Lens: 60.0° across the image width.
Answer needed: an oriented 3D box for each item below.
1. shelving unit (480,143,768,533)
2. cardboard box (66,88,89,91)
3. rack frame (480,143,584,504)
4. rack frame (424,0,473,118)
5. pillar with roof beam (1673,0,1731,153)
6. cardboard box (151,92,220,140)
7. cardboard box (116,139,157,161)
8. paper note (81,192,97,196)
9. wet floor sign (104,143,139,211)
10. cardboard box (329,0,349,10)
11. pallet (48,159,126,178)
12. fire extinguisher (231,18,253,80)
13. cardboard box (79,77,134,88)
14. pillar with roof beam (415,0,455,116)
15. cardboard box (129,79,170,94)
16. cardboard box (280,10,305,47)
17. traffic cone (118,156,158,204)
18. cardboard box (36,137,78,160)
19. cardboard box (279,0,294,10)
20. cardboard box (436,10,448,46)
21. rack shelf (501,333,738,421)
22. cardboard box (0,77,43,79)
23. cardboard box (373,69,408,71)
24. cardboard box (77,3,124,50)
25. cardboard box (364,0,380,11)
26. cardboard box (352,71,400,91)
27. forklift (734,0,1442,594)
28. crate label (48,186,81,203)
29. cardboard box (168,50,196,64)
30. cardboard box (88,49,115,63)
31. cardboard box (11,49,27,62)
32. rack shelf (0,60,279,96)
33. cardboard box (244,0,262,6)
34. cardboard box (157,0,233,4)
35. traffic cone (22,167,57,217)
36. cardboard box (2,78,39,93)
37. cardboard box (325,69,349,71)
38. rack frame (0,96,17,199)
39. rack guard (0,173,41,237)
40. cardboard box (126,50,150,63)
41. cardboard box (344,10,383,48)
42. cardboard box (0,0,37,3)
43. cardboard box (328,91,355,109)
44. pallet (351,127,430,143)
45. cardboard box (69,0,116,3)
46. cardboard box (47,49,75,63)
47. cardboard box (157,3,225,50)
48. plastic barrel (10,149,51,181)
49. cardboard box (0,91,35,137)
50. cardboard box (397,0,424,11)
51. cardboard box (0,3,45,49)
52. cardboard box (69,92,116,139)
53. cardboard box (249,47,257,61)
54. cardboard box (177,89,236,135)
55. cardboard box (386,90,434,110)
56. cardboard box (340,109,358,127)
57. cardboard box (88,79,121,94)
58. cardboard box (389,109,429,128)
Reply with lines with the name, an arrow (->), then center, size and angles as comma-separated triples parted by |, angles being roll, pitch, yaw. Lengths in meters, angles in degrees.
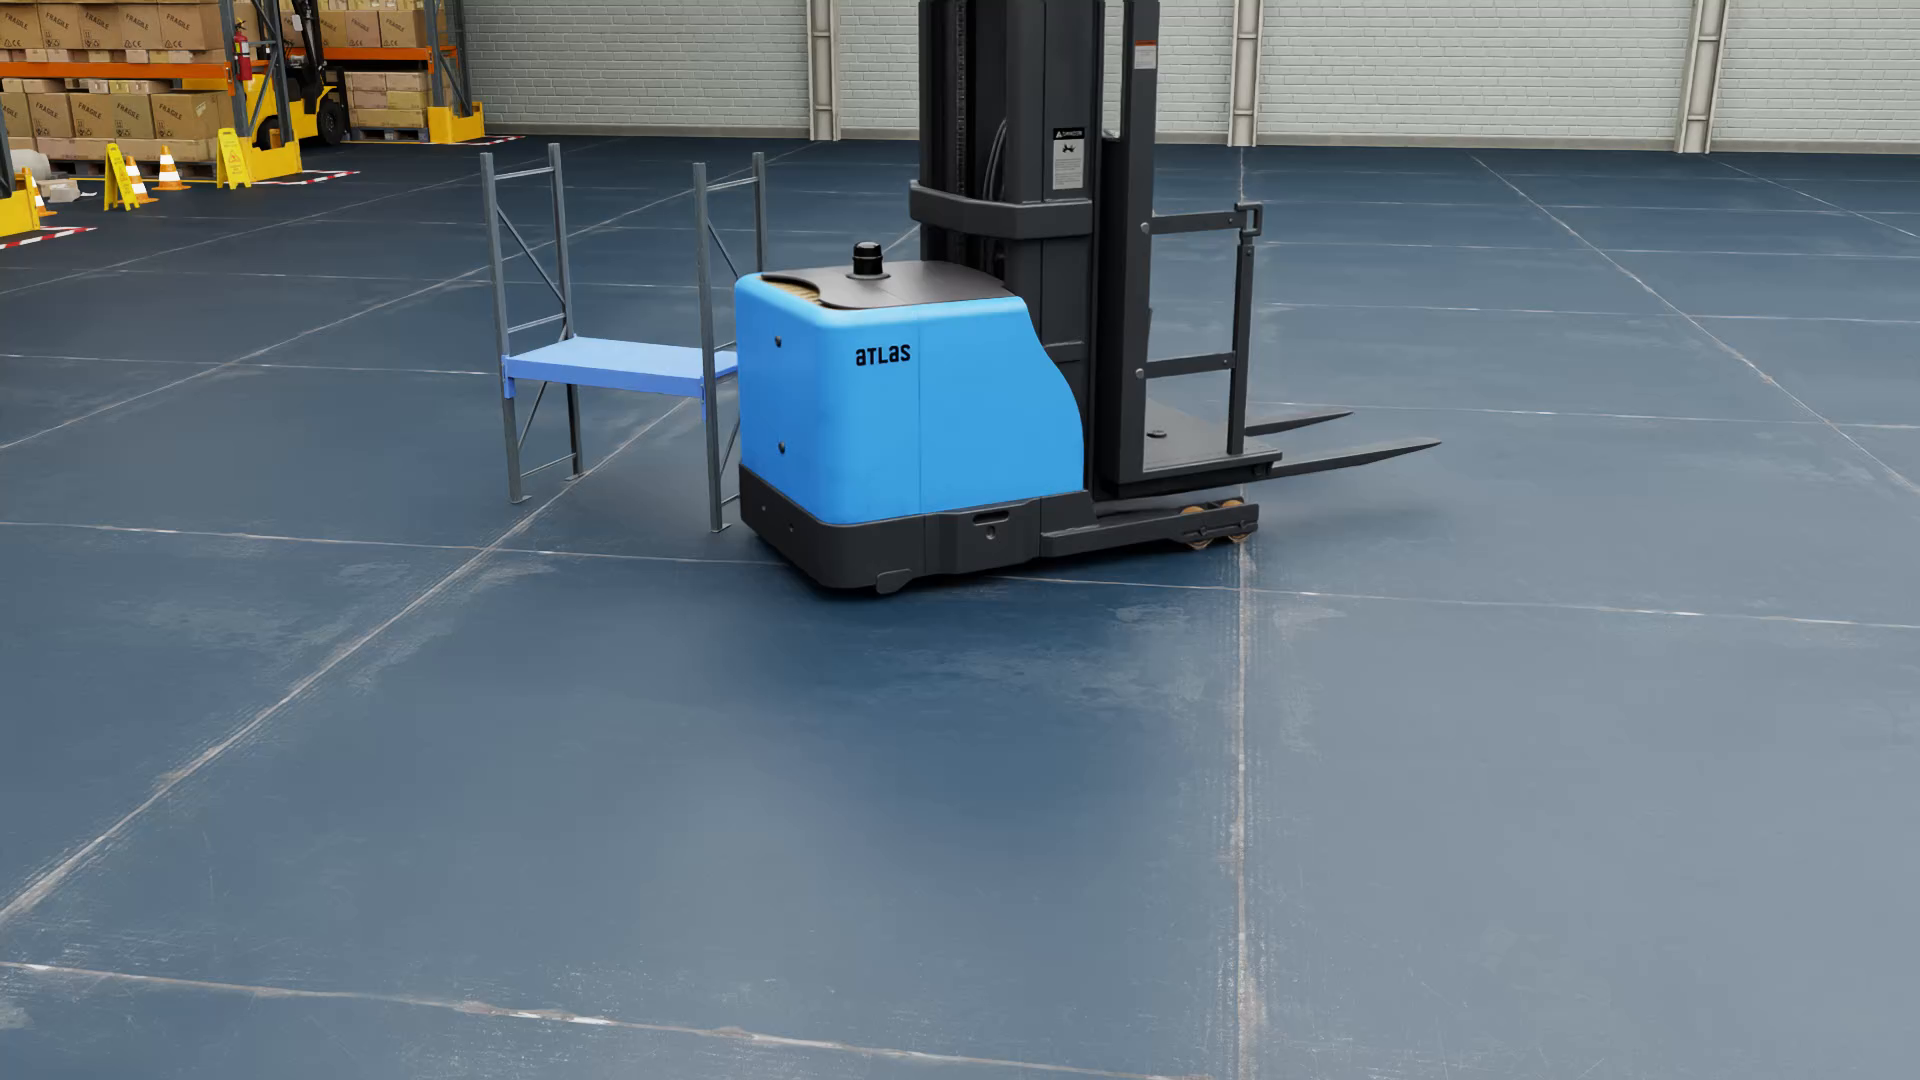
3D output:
shelving unit -> -1.386, -0.877, 7.061 | 1.048, 1.500, 0.538 | 8, 20, 22
cardboard box -> -10.441, -5.161, 19.989 | 0.500, 0.500, 0.500 | 4, 19, 12
rack frame -> -1.853, -0.941, 7.252 | 0.032, 1.500, 0.500 | 8, 20, 22
rack frame -> -7.341, -7.260, 23.773 | 0.127, 3.000, 1.000 | 3, 19, 9
pillar with roof beam -> 9.204, -8.168, 17.032 | 0.400, 9.000, 9.100 | 3, 19, 9
cardboard box -> -8.957, -4.914, 19.252 | 0.500, 0.500, 0.500 | 3, 19, 9
cardboard box -> -9.476, -4.585, 19.450 | 0.500, 0.250, 0.500 | 3, 19, 9
paper note -> -9.374, -3.721, 17.875 | 0.142, 0.019, 0.148 | -3, 19, -10
wet floor sign -> -8.467, -3.651, 16.698 | 0.232, 0.644, 0.267 | 0, 19, -1
cardboard box -> -8.745, -7.595, 23.595 | 0.250, 0.149, 0.380 | 2, 19, 7
pallet -> -10.197, -4.500, 19.920 | 1.213, 0.211, 1.003 | 3, 19, 9
fire extinguisher -> -8.085, -5.518, 18.689 | 0.183, 0.674, 0.296 | 3, 19, 9
cardboard box -> -12.572, -6.598, 24.877 | 0.625, 0.625, 0.875 | 3, 19, 8
pillar with roof beam -> -8.568, -9.074, 19.739 | 0.400, 9.000, 9.100 | 3, 19, 9
cardboard box -> -9.330, -5.219, 19.141 | 0.250, 0.149, 0.380 | 3, 19, 10
cardboard box -> -9.383, -7.326, 23.814 | 0.500, 0.500, 0.500 | 3, 19, 9
traffic cone -> -8.594, -3.754, 17.294 | 0.334, 0.463, 0.336 | 3, 19, 9
cardboard box -> -10.481, -4.638, 19.608 | 0.500, 0.250, 0.500 | 3, 19, 8
cardboard box -> -9.494, -7.634, 23.711 | 0.250, 0.149, 0.380 | 3, 19, 8
cardboard box -> -7.786, -7.419, 24.092 | 0.500, 0.500, 0.500 | 4, 19, 10
rack shelf -> -1.386, -0.707, 7.118 | 1.000, 0.185, 0.538 | 8, 20, 22
cardboard box -> -13.980, -6.669, 25.089 | 0.625, 0.625, 0.875 | 4, 19, 10
cardboard box -> -8.279, -6.737, 24.305 | 0.500, 0.250, 0.500 | 3, 19, 9
cardboard box -> -9.691, -5.887, 19.044 | 0.500, 0.500, 0.500 | 3, 19, 8
cardboard box -> -8.231, -7.580, 23.551 | 0.250, 0.149, 0.380 | 3, 19, 10
cardboard box -> -8.350, -6.579, 23.833 | 0.500, 0.250, 0.500 | 3, 19, 10
forklift -> 0.649, -1.496, 6.656 | 3.031, 2.935, 1.130 | -9, 21, -25
crate label -> -9.380, -3.620, 17.406 | 0.298, 0.136, 0.250 | -7, 20, -20
cardboard box -> -8.795, -5.515, 18.955 | 0.250, 0.149, 0.380 | 3, 19, 8
cardboard box -> -9.802, -5.580, 19.148 | 0.250, 0.149, 0.380 | 3, 19, 8
cardboard box -> -10.782, -5.643, 19.337 | 0.250, 0.149, 0.380 | 3, 19, 8
rack shelf -> -10.099, -5.464, 19.540 | 4.000, 0.370, 1.077 | 3, 19, 9
cardboard box -> -10.009, -7.651, 23.764 | 0.250, 0.149, 0.380 | 3, 19, 8
cardboard box -> -8.664, -6.325, 18.776 | 0.500, 0.500, 0.700 | 2, 19, 7
traffic cone -> -9.109, -3.417, 16.287 | 0.334, 0.463, 0.336 | 3, 19, 9
cardboard box -> -10.913, -5.300, 19.382 | 0.250, 0.149, 0.380 | 4, 19, 11
cardboard box -> -9.276, -6.793, 24.474 | 0.500, 0.250, 0.500 | 3, 19, 8
rack frame -> -8.810, -4.149, 14.475 | 0.127, 3.000, 1.000 | 3, 19, 9
rack guard -> -8.786, -2.962, 14.868 | 0.348, 0.500, 1.175 | 3, 19, 9
cardboard box -> -9.304, -5.538, 19.024 | 0.250, 0.149, 0.380 | 3, 19, 10
cardboard box -> -8.379, -7.279, 23.672 | 0.500, 0.500, 0.500 | 4, 19, 10
cardboard box -> -10.682, -6.412, 19.038 | 0.500, 0.500, 0.700 | 3, 19, 7
cardboard box -> -8.878, -6.367, 23.988 | 0.500, 0.250, 0.500 | 2, 19, 7
pallet -> -8.103, -5.963, 24.291 | 1.213, 0.211, 1.003 | 3, 19, 9
cardboard box -> -9.682, -6.346, 18.839 | 0.500, 0.500, 0.700 | 3, 19, 8
cardboard box -> -10.299, -5.599, 19.206 | 0.250, 0.149, 0.380 | 3, 19, 8
cardboard box -> -8.704, -5.834, 18.886 | 0.500, 0.500, 0.500 | 3, 19, 8
plastic barrel -> -10.404, -4.112, 18.427 | 0.512, 0.421, 0.421 | -15, 24, -38
cardboard box -> -11.004, -5.019, 19.566 | 0.500, 0.500, 0.500 | 4, 19, 11
cardboard box -> -7.728, -7.545, 23.444 | 0.250, 0.149, 0.380 | 3, 19, 9
cardboard box -> -10.691, -5.938, 19.195 | 0.500, 0.500, 0.500 | 3, 19, 8
cardboard box -> -9.970, -4.967, 19.410 | 0.500, 0.500, 0.500 | 2, 19, 7
cardboard box -> -8.427, -5.667, 19.410 | 0.250, 0.149, 0.380 | 3, 19, 9
cardboard box -> -8.901, -5.084, 19.759 | 0.500, 0.500, 0.500 | 2, 19, 7
cardboard box -> -7.871, -6.319, 23.844 | 0.500, 0.250, 0.500 | 3, 19, 8
cardboard box -> -8.837, -6.136, 24.085 | 0.500, 0.250, 0.500 | 3, 19, 9
cardboard box -> -9.838, -5.247, 19.223 | 0.250, 0.149, 0.380 | 4, 19, 11
cardboard box -> -7.855, -6.080, 23.918 | 0.500, 0.250, 0.500 | 3, 19, 9
